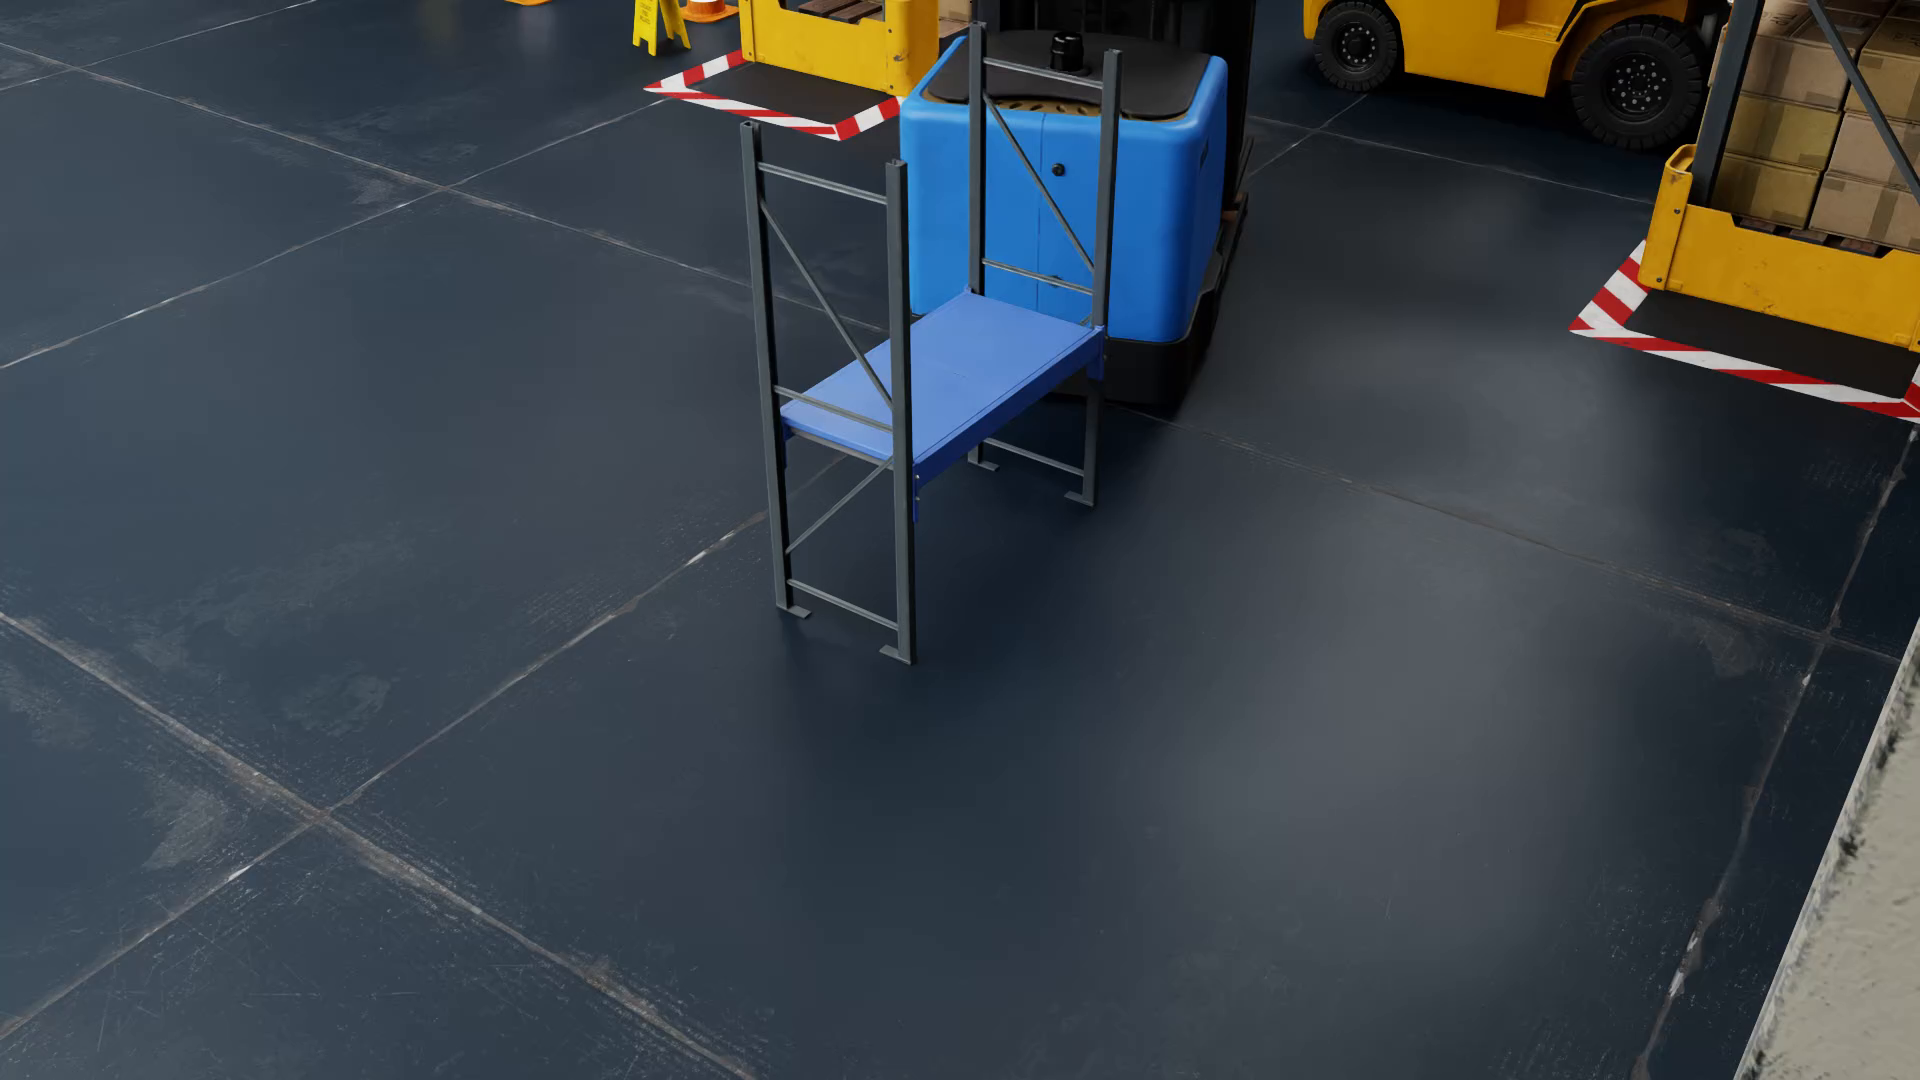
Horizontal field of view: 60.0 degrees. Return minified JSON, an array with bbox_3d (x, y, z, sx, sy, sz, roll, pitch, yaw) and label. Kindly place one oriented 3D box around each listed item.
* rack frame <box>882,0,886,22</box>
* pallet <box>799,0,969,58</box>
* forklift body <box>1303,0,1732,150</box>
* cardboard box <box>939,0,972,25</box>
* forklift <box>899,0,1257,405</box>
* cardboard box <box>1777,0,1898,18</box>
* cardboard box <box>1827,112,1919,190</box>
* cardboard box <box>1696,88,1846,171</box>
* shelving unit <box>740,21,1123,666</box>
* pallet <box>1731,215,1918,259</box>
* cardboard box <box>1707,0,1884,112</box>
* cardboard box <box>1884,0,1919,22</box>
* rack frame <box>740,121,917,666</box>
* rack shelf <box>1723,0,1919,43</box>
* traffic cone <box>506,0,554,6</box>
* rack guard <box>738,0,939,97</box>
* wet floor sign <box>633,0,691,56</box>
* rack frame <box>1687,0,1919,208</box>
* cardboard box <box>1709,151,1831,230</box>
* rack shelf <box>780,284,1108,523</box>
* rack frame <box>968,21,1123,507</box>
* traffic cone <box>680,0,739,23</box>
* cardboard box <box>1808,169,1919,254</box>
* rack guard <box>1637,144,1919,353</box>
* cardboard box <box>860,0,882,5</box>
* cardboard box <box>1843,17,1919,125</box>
[{"bbox_3d":[-0.706,-3.792,8.232,1.000,3.000,0.127,21,39,28],"label":"rack frame"},{"bbox_3d":[-0.171,-3.035,9.601,1.003,0.211,1.213,21,39,28],"label":"pallet"},{"bbox_3d":[2.956,-3.312,8.280,2.313,2.155,1.214,21,39,28],"label":"forklift body"},{"bbox_3d":[-0.019,-3.110,9.303,0.500,0.250,0.500,21,39,28],"label":"cardboard box"},{"bbox_3d":[0.645,-2.512,6.401,1.130,2.935,3.031,8,35,12],"label":"forklift"},{"bbox_3d":[3.666,-2.206,7.073,0.500,0.250,0.500,22,40,29],"label":"cardboard box"},{"bbox_3d":[3.812,-1.600,6.624,0.500,0.250,0.500,22,40,29],"label":"cardboard box"},{"bbox_3d":[3.394,-1.774,6.881,0.500,0.250,0.500,21,39,28],"label":"cardboard box"},{"bbox_3d":[-0.049,-0.582,4.824,0.538,1.500,1.048,21,39,28],"label":"shelving unit"},{"bbox_3d":[3.775,-1.419,7.211,1.003,0.211,1.213,21,39,28],"label":"pallet"},{"bbox_3d":[3.380,-1.969,6.723,0.500,0.250,0.500,23,40,30],"label":"cardboard box"},{"bbox_3d":[4.085,-2.049,6.842,0.500,0.250,0.500,21,39,28],"label":"cardboard box"},{"bbox_3d":[-0.339,-0.348,4.478,0.500,1.500,0.032,21,39,28],"label":"rack frame"},{"bbox_3d":[4.514,-2.831,7.452,1.077,0.370,4.000,21,39,28],"label":"rack shelf"},{"bbox_3d":[-2.627,-3.549,10.137,0.336,0.463,0.334,21,39,28],"label":"traffic cone"},{"bbox_3d":[-0.663,-2.792,8.984,1.175,0.500,0.348,21,39,28],"label":"rack guard"},{"bbox_3d":[-1.694,-3.071,9.267,0.232,0.644,0.267,-22,40,-29],"label":"wet floor sign"},{"bbox_3d":[3.374,-2.208,5.890,1.000,3.000,0.127,21,39,28],"label":"rack frame"},{"bbox_3d":[3.382,-1.560,7.011,0.500,0.250,0.500,22,40,28],"label":"cardboard box"},{"bbox_3d":[-0.049,-0.433,4.924,0.538,0.185,1.000,21,39,28],"label":"rack shelf"},{"bbox_3d":[0.241,-0.816,5.170,0.500,1.500,0.032,21,39,28],"label":"rack frame"},{"bbox_3d":[-1.521,-3.351,9.844,0.336,0.463,0.334,21,39,28],"label":"traffic cone"},{"bbox_3d":[3.814,-1.407,6.784,0.500,0.250,0.500,21,40,28],"label":"cardboard box"},{"bbox_3d":[3.360,-1.162,6.574,1.175,0.500,0.348,21,39,28],"label":"rack guard"},{"bbox_3d":[-0.453,-3.296,9.578,0.500,0.250,0.500,21,39,28],"label":"cardboard box"},{"bbox_3d":[3.803,-1.818,6.500,0.500,0.250,0.500,21,39,28],"label":"cardboard box"}]
